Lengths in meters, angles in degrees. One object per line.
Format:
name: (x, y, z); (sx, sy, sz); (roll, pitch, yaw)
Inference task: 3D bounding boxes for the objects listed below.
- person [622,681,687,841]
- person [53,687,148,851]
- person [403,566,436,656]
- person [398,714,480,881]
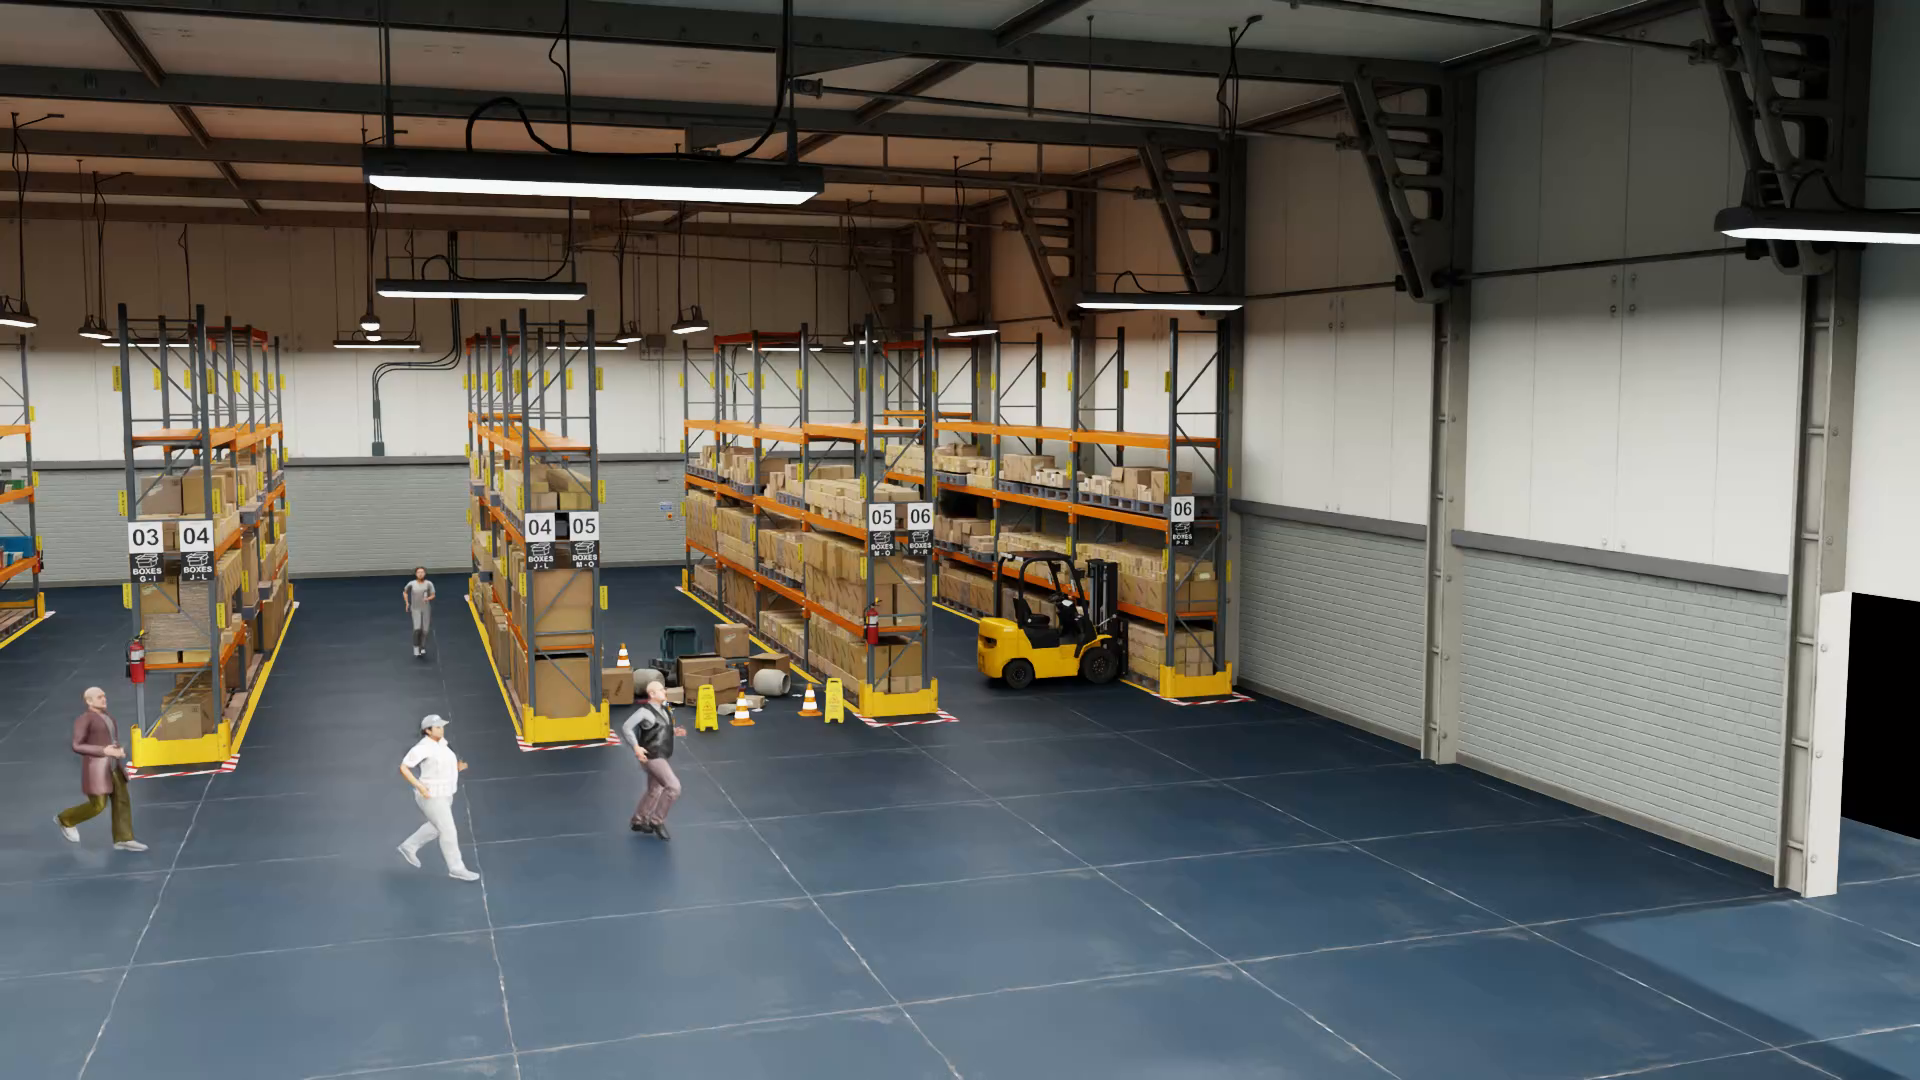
person: (-3.321, 2.419, 18.260); (0.686, 1.738, 0.638); (1, 6, 11)
person: (-9.164, 2.441, 17.696); (0.998, 1.770, 0.710); (1, 5, 7)
person: (-9.814, 1.298, 30.247); (0.537, 1.640, 0.649); (-2, 6, -24)
person: (-5.265, 2.573, 16.750); (0.898, 1.650, 0.608); (1, 5, 9)
